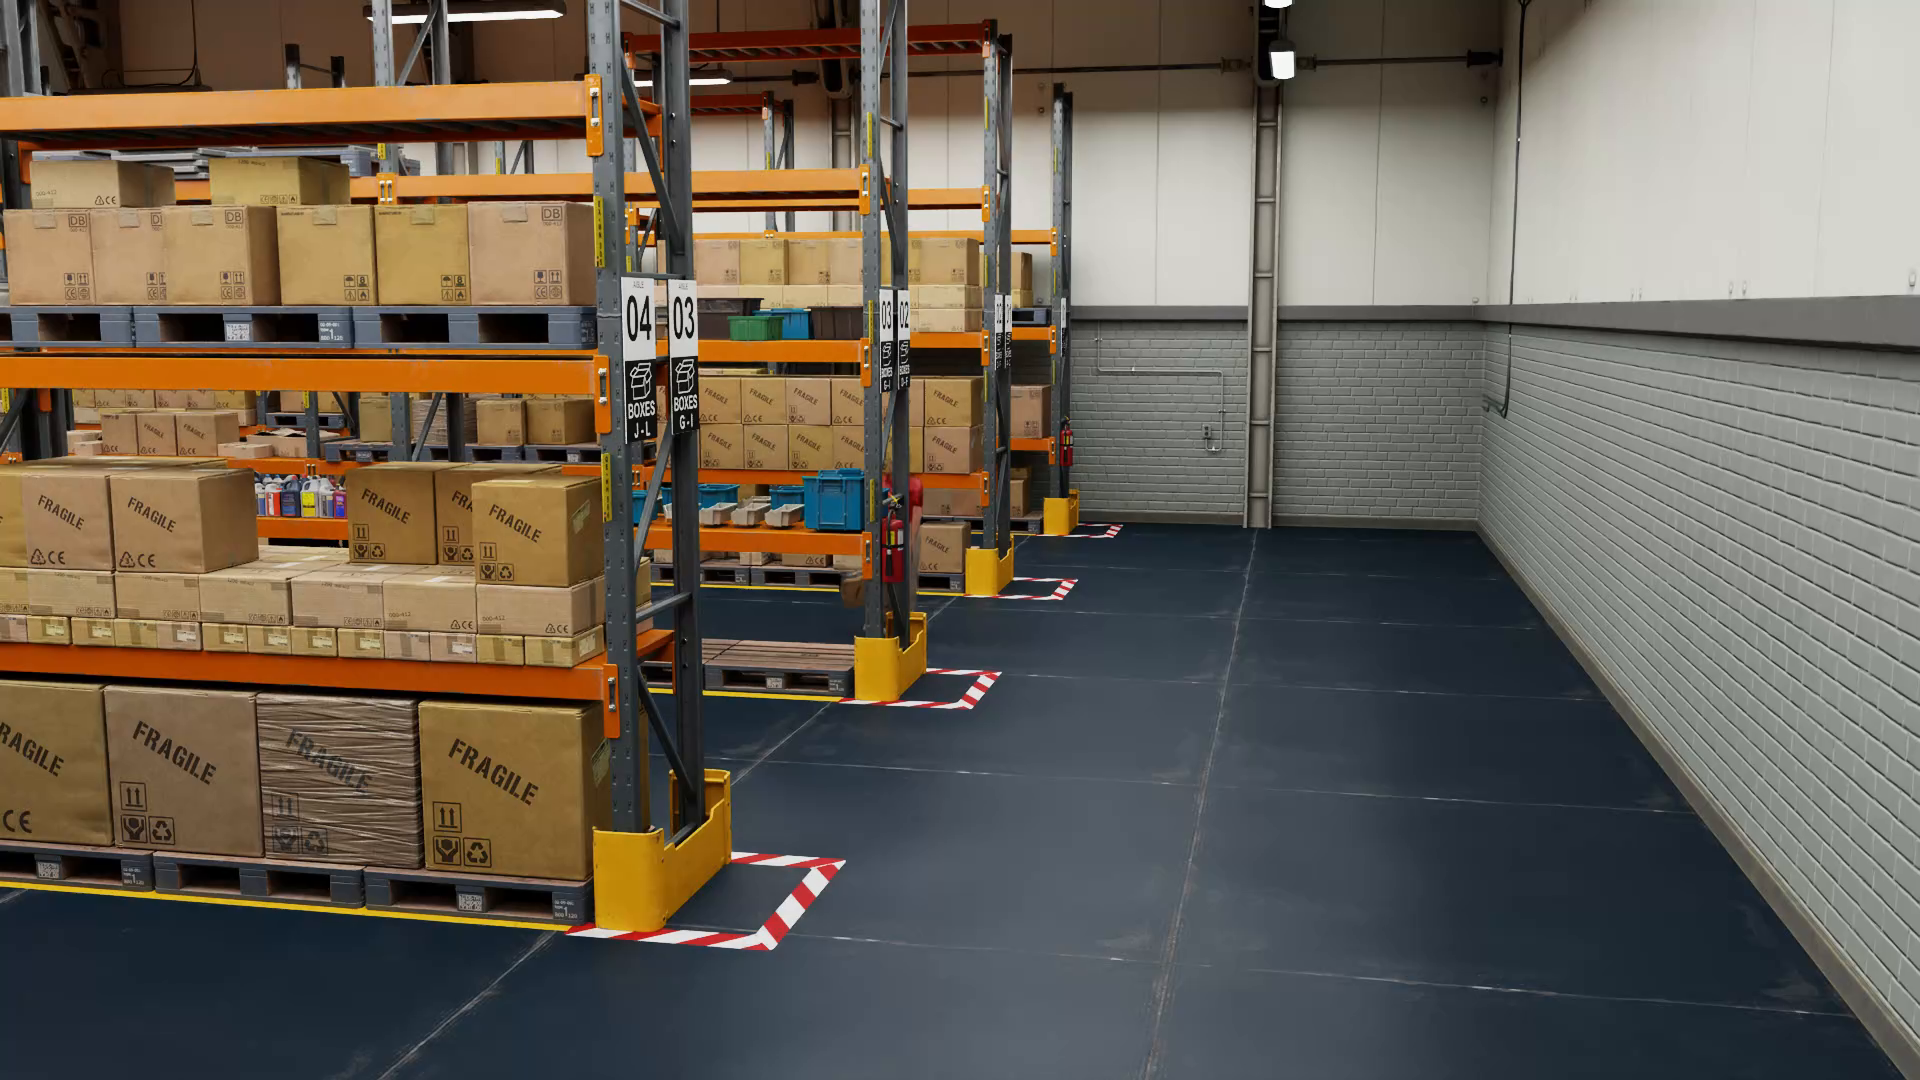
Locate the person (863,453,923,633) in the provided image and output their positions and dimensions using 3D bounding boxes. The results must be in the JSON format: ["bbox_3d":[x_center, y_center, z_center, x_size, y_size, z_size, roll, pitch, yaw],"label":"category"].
[{"bbox_3d":[-0.655,0.025,15.526,0.580,1.735,0.514,4,9,25],"label":"person"}]
